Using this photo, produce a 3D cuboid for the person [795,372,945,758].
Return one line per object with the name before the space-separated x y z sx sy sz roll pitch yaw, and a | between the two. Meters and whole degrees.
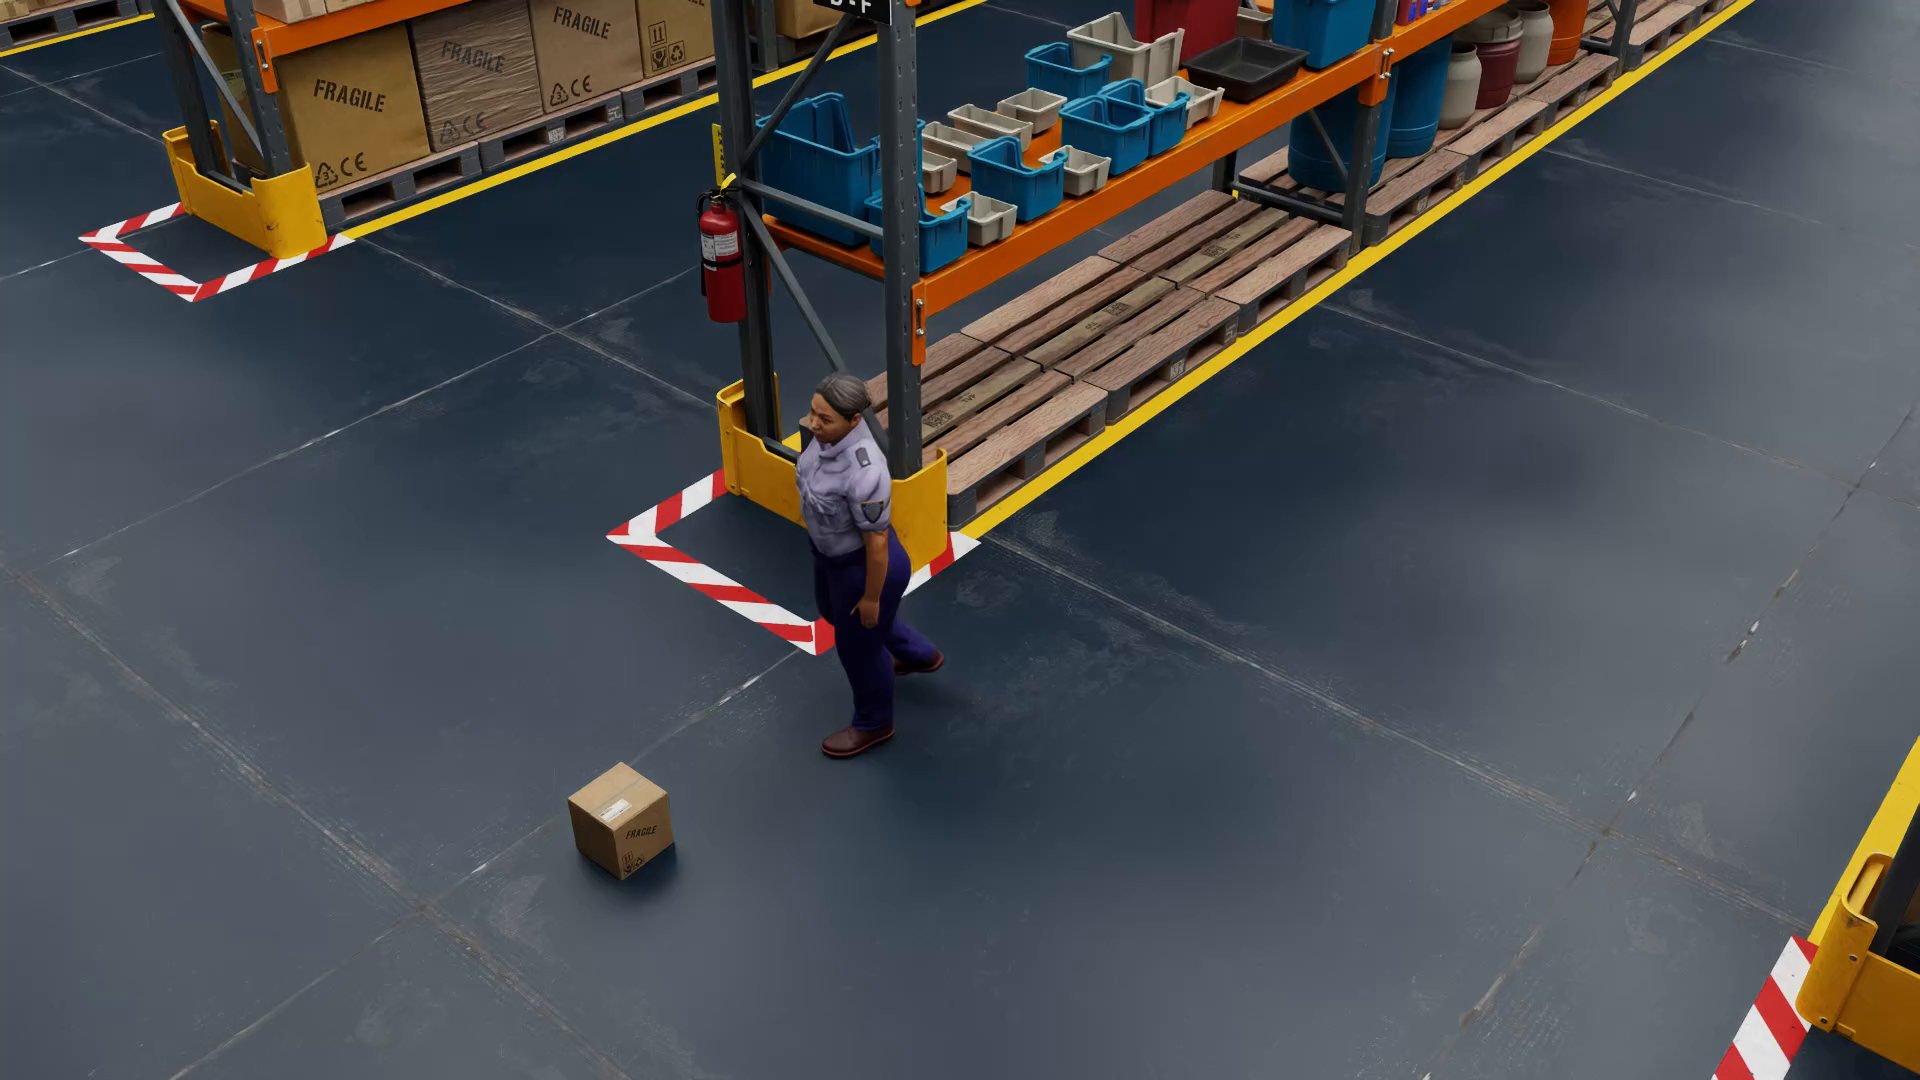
person | -0.297 0.059 6.070 0.557 1.646 0.553 -11 37 -15
